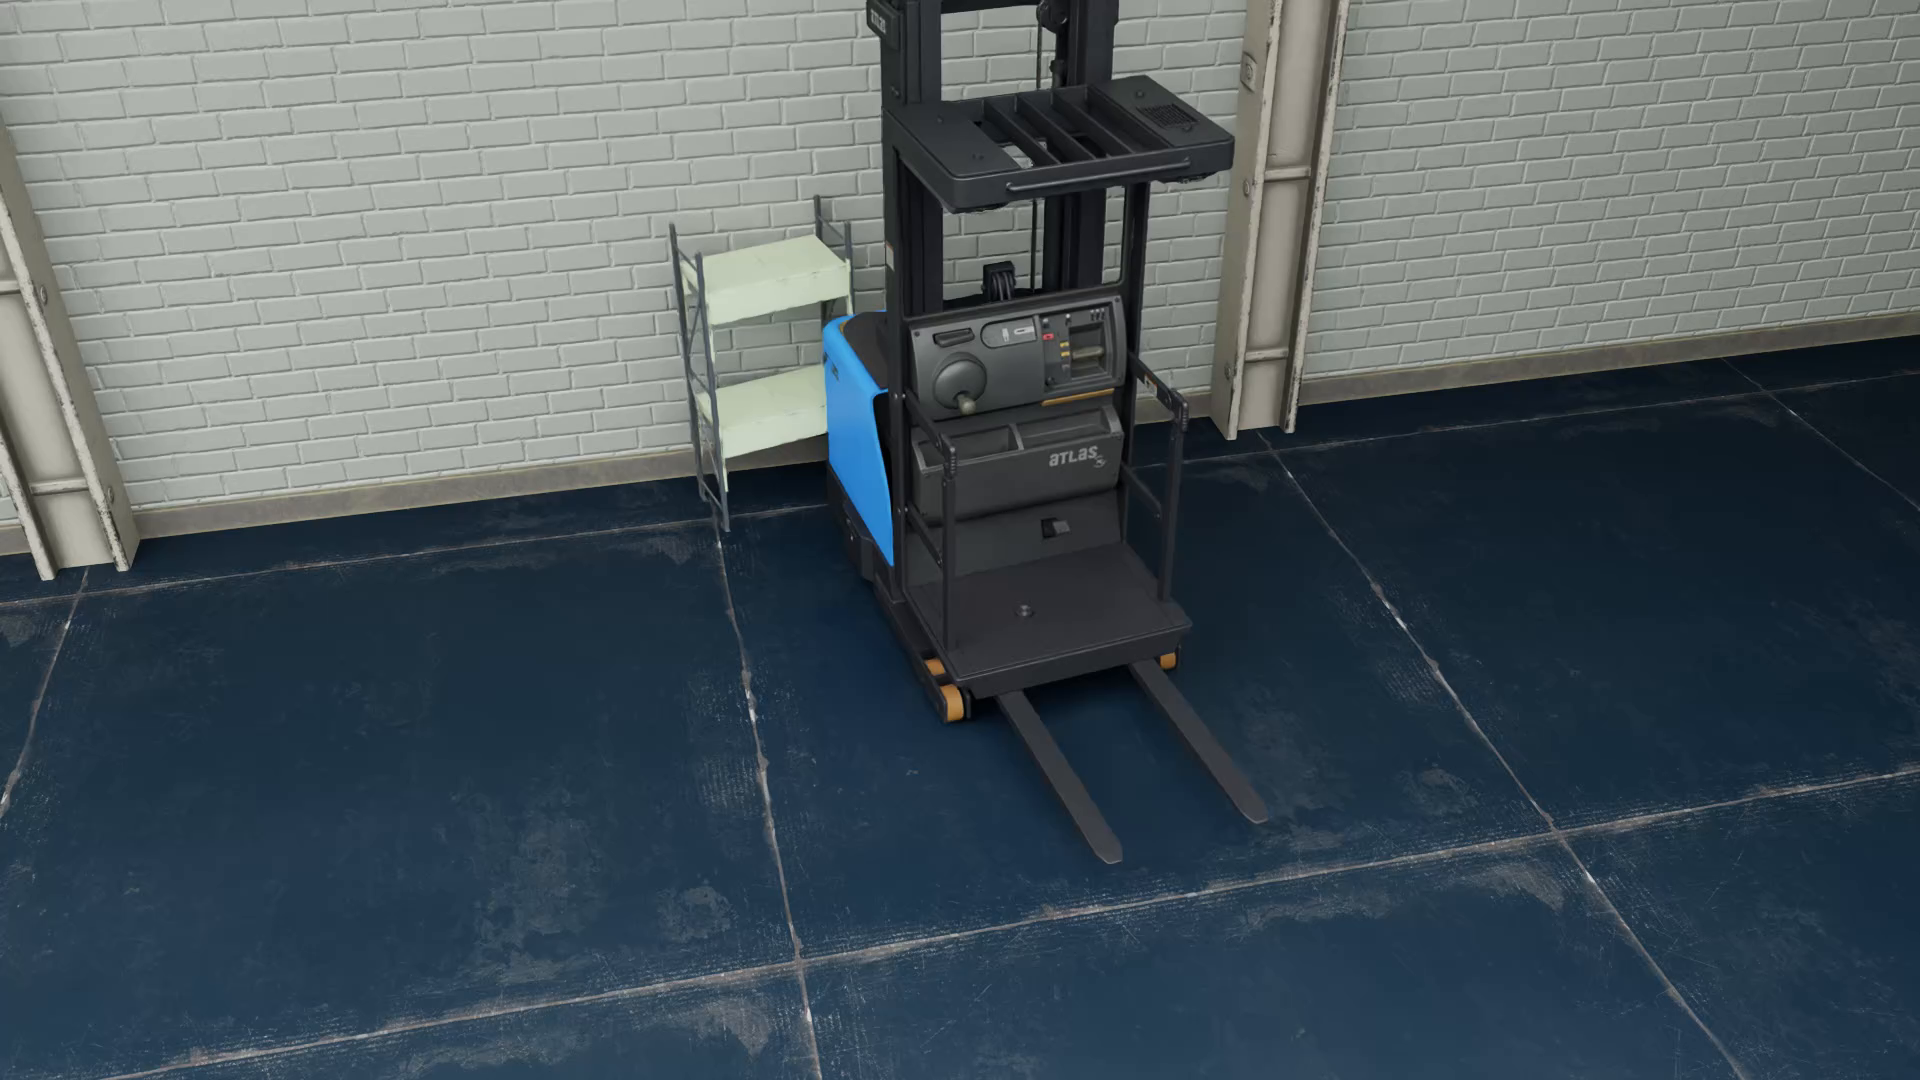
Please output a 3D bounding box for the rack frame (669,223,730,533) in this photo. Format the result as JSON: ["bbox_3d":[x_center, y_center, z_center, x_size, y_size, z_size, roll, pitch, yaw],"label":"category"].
[{"bbox_3d":[-1.254,-0.757,8.033,0.023,1.500,0.400,-16,37,-22],"label":"rack frame"}]

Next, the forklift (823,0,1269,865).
[{"bbox_3d":[0.325,-0.701,6.664,1.130,2.935,3.031,-12,36,-17],"label":"forklift"}]

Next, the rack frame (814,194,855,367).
[{"bbox_3d":[-0.601,-0.948,8.304,0.023,1.500,0.400,-16,37,-22],"label":"rack frame"}]

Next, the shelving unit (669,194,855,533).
[{"bbox_3d":[-0.928,-0.853,8.169,0.755,1.500,0.431,-16,37,-22],"label":"shelving unit"}]

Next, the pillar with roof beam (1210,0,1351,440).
[{"bbox_3d":[2.563,-2.049,3.227,0.400,9.000,9.100,-7,35,-11],"label":"pillar with roof beam"}]

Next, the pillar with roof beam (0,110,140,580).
[{"bbox_3d":[-3.289,-1.311,2.128,0.400,9.000,9.100,-7,35,-11],"label":"pillar with roof beam"}]

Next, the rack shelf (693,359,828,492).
[{"bbox_3d":[-0.925,-0.582,8.351,0.720,0.370,0.431,-16,37,-22],"label":"rack shelf"}]

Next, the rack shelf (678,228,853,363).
[{"bbox_3d":[-0.931,-1.176,7.950,0.720,0.370,0.431,-16,37,-22],"label":"rack shelf"}]
